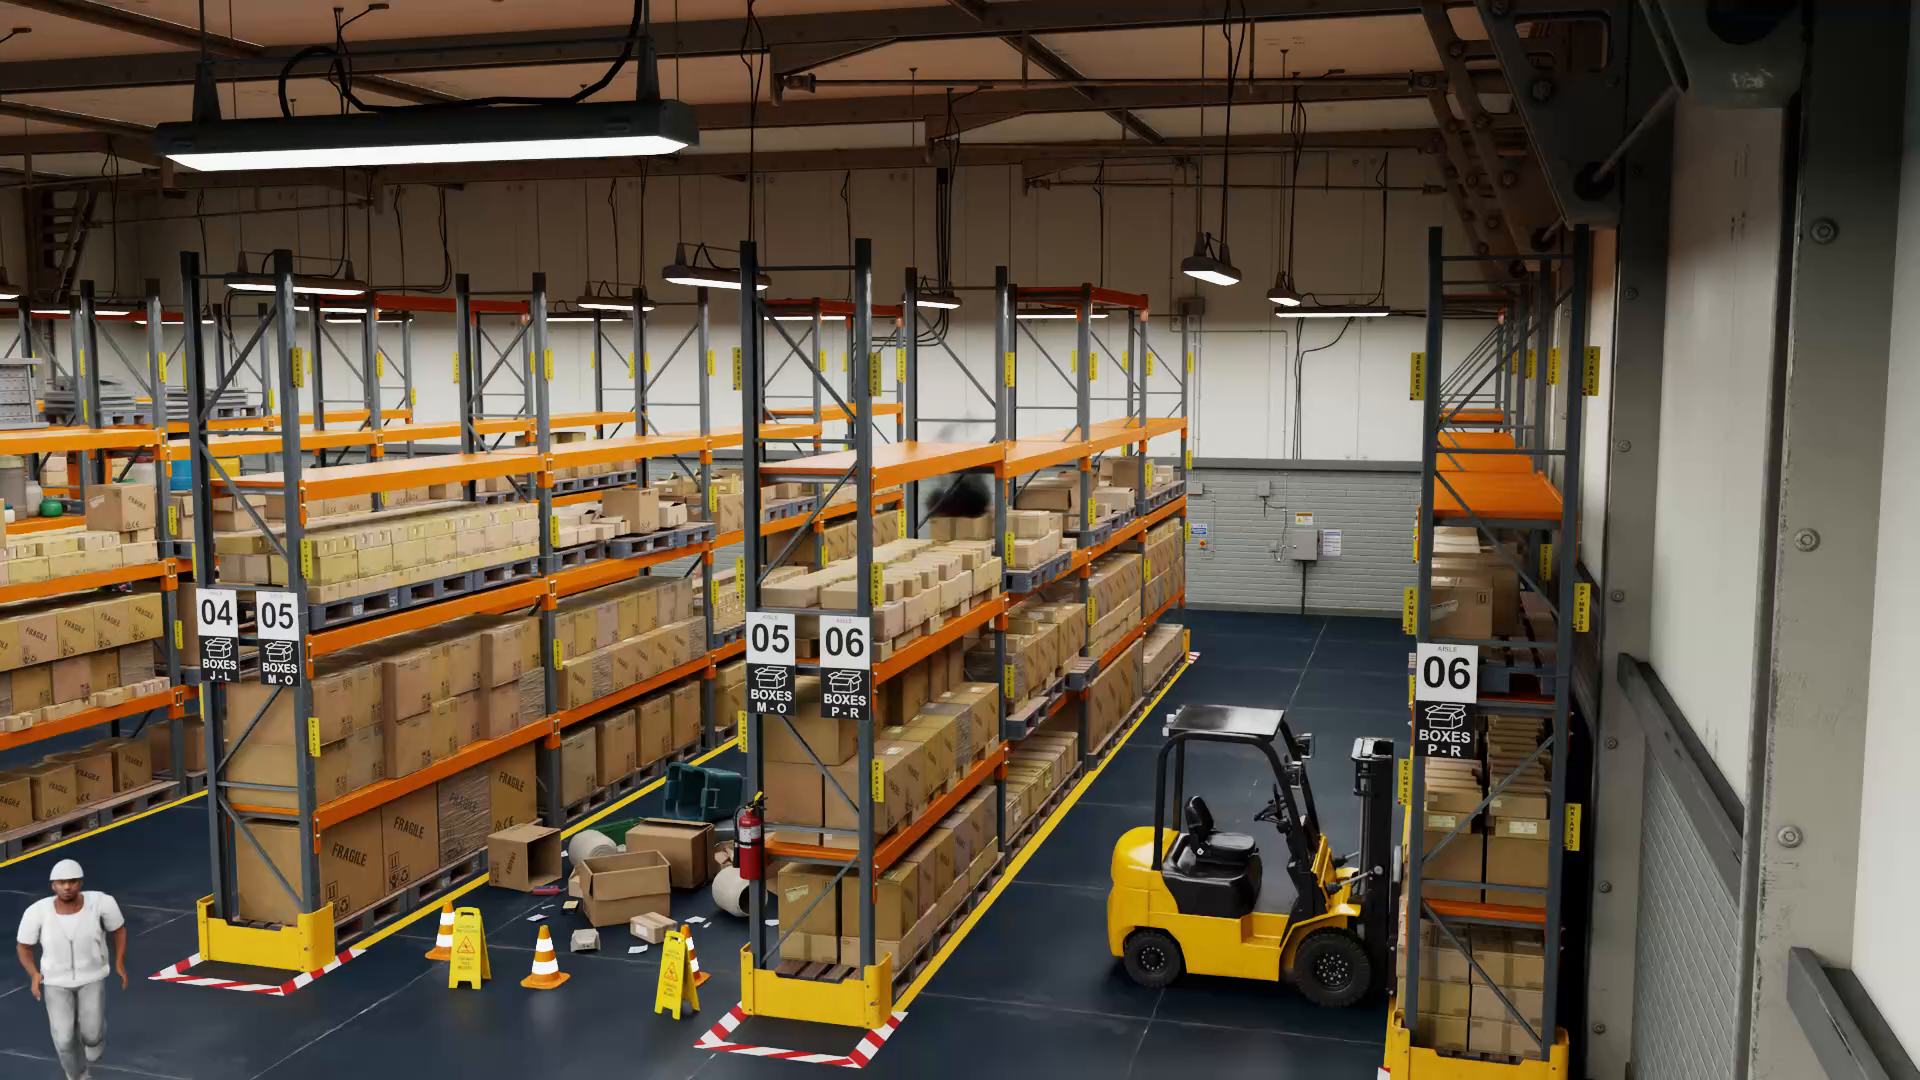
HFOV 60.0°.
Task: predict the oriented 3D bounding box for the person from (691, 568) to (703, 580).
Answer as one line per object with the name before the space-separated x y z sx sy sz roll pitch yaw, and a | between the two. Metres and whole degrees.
person | -4.131 1.325 26.554 0.662 1.783 0.924 3 7 23

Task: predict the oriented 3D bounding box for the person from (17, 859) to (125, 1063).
person | -6.185 3.029 11.614 0.665 1.711 0.579 -3 7 -27
